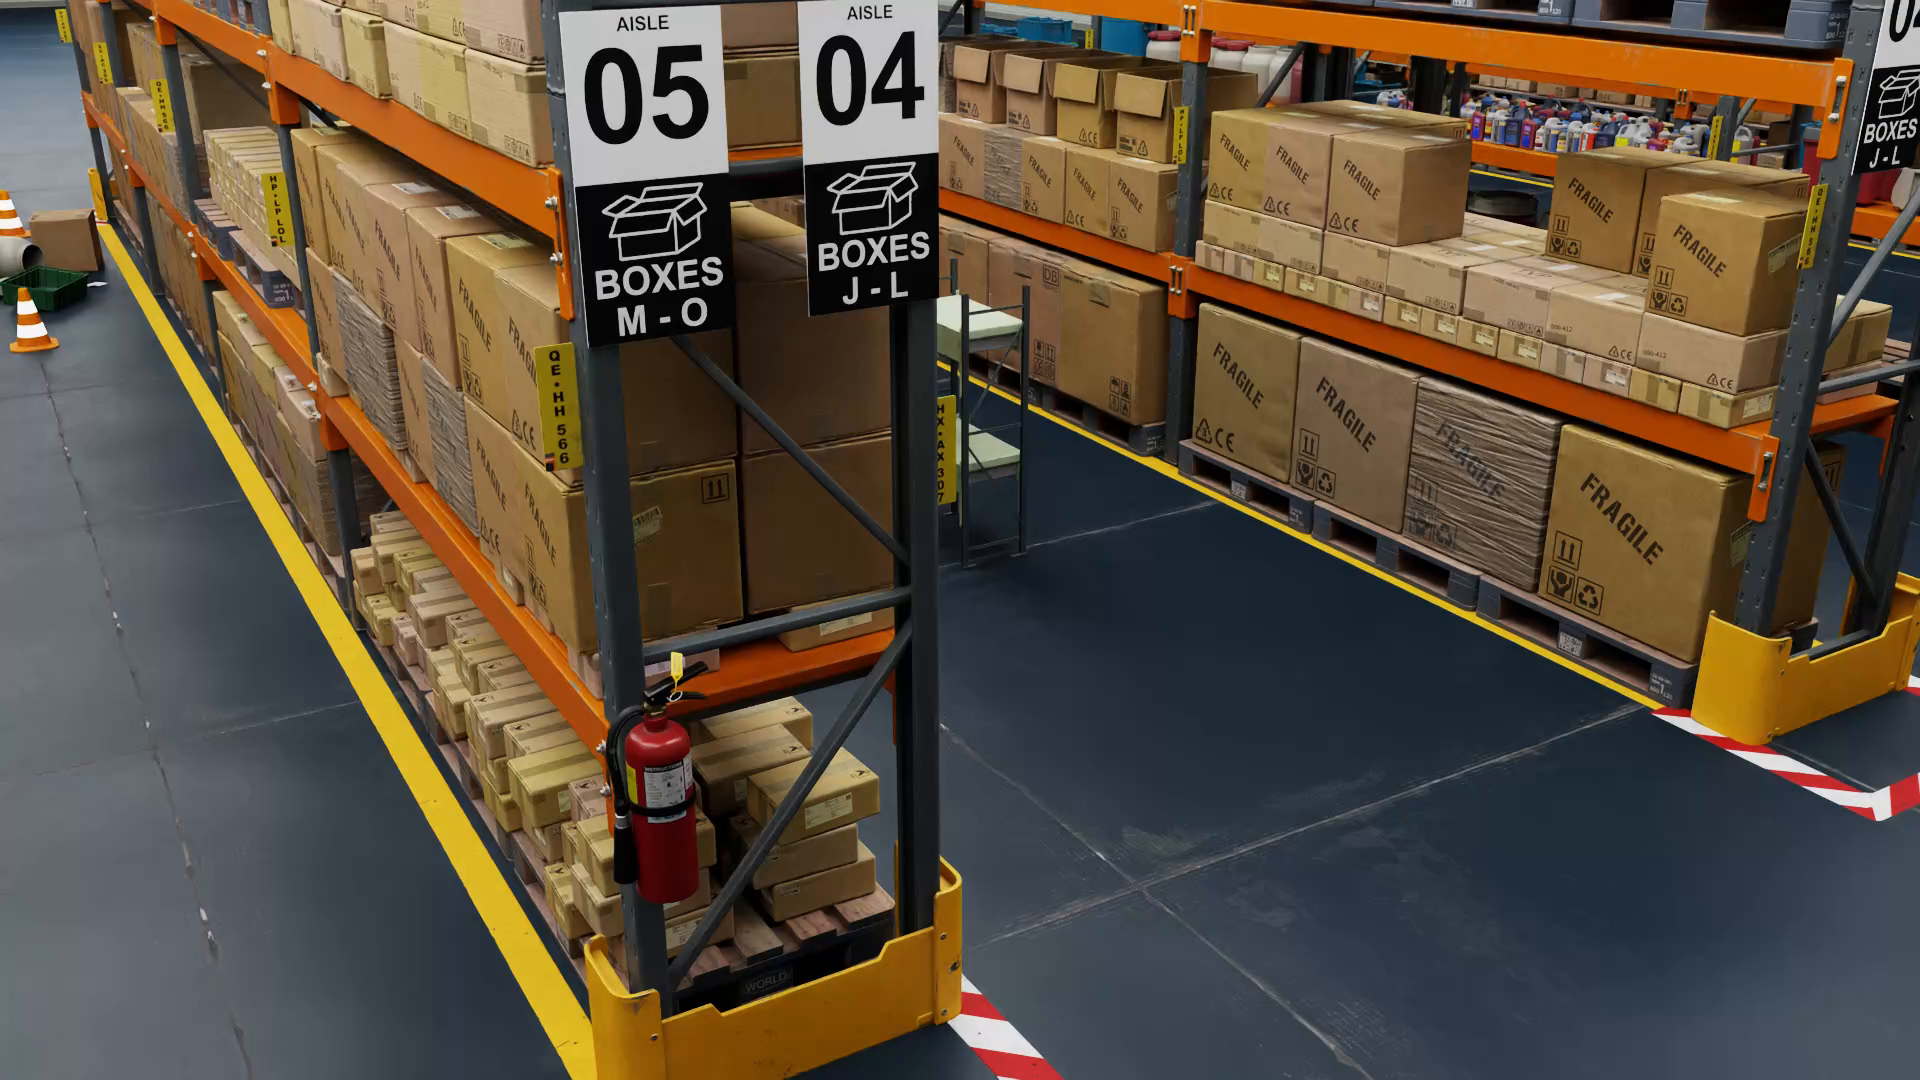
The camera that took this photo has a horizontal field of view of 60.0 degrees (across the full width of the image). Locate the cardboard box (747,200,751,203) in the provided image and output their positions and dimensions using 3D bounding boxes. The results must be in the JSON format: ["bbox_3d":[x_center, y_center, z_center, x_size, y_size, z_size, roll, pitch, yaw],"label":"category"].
[{"bbox_3d":[-1.814,-3.241,16.037,0.700,0.500,0.500,-13,25,-29],"label":"cardboard box"}]

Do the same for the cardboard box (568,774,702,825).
[{"bbox_3d":[-1.089,0.885,5.588,0.380,0.149,0.250,-12,25,-27],"label":"cardboard box"}]

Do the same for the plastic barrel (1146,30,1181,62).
[{"bbox_3d":[2.222,-5.220,17.990,0.433,0.535,0.433,0,22,0],"label":"plastic barrel"}]

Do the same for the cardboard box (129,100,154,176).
[{"bbox_3d":[-6.103,-3.134,12.904,0.500,0.500,0.500,-13,25,-29],"label":"cardboard box"}]

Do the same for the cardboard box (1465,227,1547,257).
[{"bbox_3d":[2.985,-1.445,8.688,0.500,0.250,0.500,-13,26,-29],"label":"cardboard box"}]

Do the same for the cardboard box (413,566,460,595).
[{"bbox_3d":[-2.153,0.210,7.250,0.380,0.149,0.250,-13,26,-30],"label":"cardboard box"}]

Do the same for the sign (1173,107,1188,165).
[{"bbox_3d":[1.289,-2.359,9.698,0.100,0.325,0.005,-13,25,-28],"label":"sign"}]

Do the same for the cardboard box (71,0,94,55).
[{"bbox_3d":[-8.009,-5.004,16.006,0.875,0.550,0.550,-13,25,-28],"label":"cardboard box"}]

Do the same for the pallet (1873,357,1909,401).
[{"bbox_3d":[7.045,-1.001,11.495,1.003,0.211,1.213,-13,25,-28],"label":"pallet"}]

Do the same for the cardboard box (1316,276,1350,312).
[{"bbox_3d":[2.152,-1.353,8.989,0.380,0.149,0.250,-13,25,-29],"label":"cardboard box"}]

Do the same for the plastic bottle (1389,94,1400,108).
[{"bbox_3d":[3.944,-3.909,15.117,0.097,0.271,0.097,0,22,0],"label":"plastic bottle"}]

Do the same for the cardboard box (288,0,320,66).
[{"bbox_3d":[-2.292,-2.004,6.474,0.500,0.250,0.500,-13,26,-29],"label":"cardboard box"}]

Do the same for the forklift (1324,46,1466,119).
[{"bbox_3d":[3.299,-3.014,12.834,1.130,2.935,3.031,10,24,22],"label":"forklift"}]

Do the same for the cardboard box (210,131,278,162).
[{"bbox_3d":[-4.399,-2.420,10.269,0.380,0.149,0.250,-13,26,-30],"label":"cardboard box"}]

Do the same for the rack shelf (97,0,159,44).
[{"bbox_3d":[-5.630,-4.044,12.248,1.077,0.370,4.000,-13,25,-28],"label":"rack shelf"}]

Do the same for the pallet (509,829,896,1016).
[{"bbox_3d":[-0.945,1.247,5.963,1.003,0.211,1.213,-13,25,-28],"label":"pallet"}]

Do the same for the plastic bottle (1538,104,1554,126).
[{"bbox_3d":[5.093,-3.653,14.471,0.061,0.283,0.133,-13,25,-28],"label":"plastic bottle"}]

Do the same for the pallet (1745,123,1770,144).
[{"bbox_3d":[11.465,-5.475,22.502,1.003,0.211,1.213,-13,25,-28],"label":"pallet"}]

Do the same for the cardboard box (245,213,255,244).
[{"bbox_3d":[-3.874,-1.806,9.546,0.380,0.149,0.250,-12,25,-28],"label":"cardboard box"}]

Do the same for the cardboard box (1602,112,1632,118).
[{"bbox_3d":[7.676,-4.906,19.747,0.500,0.311,0.500,-13,26,-30],"label":"cardboard box"}]

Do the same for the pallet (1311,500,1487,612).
[{"bbox_3d":[2.699,-0.018,9.076,1.003,0.211,1.213,-13,25,-28],"label":"pallet"}]

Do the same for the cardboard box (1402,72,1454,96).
[{"bbox_3d":[6.214,-5.939,22.037,0.500,0.500,0.500,-13,25,-28],"label":"cardboard box"}]

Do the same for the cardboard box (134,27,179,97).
[{"bbox_3d":[-6.129,-3.819,13.262,0.700,0.500,0.500,-13,26,-29],"label":"cardboard box"}]

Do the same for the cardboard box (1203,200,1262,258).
[{"bbox_3d":[1.765,-1.832,9.640,0.500,0.250,0.500,-13,26,-29],"label":"cardboard box"}]

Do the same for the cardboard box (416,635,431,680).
[{"bbox_3d":[-2.175,0.490,7.351,0.380,0.149,0.250,-13,26,-29],"label":"cardboard box"}]

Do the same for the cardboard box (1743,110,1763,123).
[{"bbox_3d":[11.136,-6.068,22.991,0.700,0.500,0.500,-13,26,-29],"label":"cardboard box"}]

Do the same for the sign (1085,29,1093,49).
[{"bbox_3d":[1.443,-5.535,18.577,0.100,0.325,0.005,-13,25,-28],"label":"sign"}]

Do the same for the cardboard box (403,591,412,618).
[{"bbox_3d":[-2.293,0.259,7.525,0.380,0.149,0.250,-13,25,-29],"label":"cardboard box"}]

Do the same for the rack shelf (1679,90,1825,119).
[{"bbox_3d":[9.247,-4.185,16.579,1.077,0.370,4.000,-13,25,-28],"label":"rack shelf"}]

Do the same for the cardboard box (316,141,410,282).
[{"bbox_3d":[-2.266,-1.335,6.756,0.500,0.500,0.500,-13,26,-30],"label":"cardboard box"}]

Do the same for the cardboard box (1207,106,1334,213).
[{"bbox_3d":[1.775,-2.178,9.494,0.500,0.500,0.500,-13,25,-28],"label":"cardboard box"}]

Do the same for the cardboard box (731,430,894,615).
[{"bbox_3d":[-0.514,-0.133,5.127,0.500,0.500,0.500,-11,25,-26],"label":"cardboard box"}]

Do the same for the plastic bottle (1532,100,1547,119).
[{"bbox_3d":[5.122,-3.741,14.687,0.061,0.283,0.133,-13,25,-28],"label":"plastic bottle"}]

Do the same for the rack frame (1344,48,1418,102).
[{"bbox_3d":[3.965,-4.214,15.695,1.000,3.000,0.127,-13,25,-28],"label":"rack frame"}]

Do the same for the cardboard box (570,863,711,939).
[{"bbox_3d":[-1.037,1.122,5.401,0.380,0.149,0.250,-13,26,-30],"label":"cardboard box"}]

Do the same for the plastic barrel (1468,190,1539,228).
[{"bbox_3d":[4.807,-2.771,14.789,0.600,0.588,0.708,-13,25,-28],"label":"plastic barrel"}]

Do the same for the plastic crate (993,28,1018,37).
[{"bbox_3d":[0.718,-6.419,21.318,0.499,0.251,0.408,-13,25,-28],"label":"plastic crate"}]

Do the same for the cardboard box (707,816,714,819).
[{"bbox_3d":[-0.851,0.997,6.104,0.380,0.149,0.250,-12,25,-28],"label":"cardboard box"}]

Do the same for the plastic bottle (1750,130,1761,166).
[{"bbox_3d":[6.188,-3.066,13.026,0.061,0.283,0.133,-13,25,-28],"label":"plastic bottle"}]

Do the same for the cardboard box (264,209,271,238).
[{"bbox_3d":[-3.473,-1.690,8.867,0.380,0.149,0.250,-14,26,-31],"label":"cardboard box"}]

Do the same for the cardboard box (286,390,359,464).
[{"bbox_3d":[-3.163,-0.622,8.623,0.500,0.250,0.500,-13,26,-30],"label":"cardboard box"}]

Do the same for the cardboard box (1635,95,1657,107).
[{"bbox_3d":[10.140,-6.473,24.432,0.380,0.166,0.250,-17,27,-35],"label":"cardboard box"}]

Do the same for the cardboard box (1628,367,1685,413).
[{"bbox_3d":[3.194,-0.691,7.362,0.380,0.149,0.250,-12,25,-28],"label":"cardboard box"}]

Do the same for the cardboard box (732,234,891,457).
[{"bbox_3d":[-0.523,-0.594,4.934,0.500,0.500,0.500,-13,25,-29],"label":"cardboard box"}]

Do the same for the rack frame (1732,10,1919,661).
[{"bbox_3d":[3.794,-0.672,6.980,1.000,3.000,0.127,-13,25,-28],"label":"rack frame"}]

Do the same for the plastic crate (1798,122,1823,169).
[{"bbox_3d":[6.540,-2.854,12.291,0.392,0.384,0.575,-13,25,-28],"label":"plastic crate"}]

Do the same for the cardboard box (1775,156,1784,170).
[{"bbox_3d":[8.736,-3.677,17.110,0.500,0.500,0.500,-13,25,-29],"label":"cardboard box"}]

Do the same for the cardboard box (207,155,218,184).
[{"bbox_3d":[-4.534,-2.361,10.517,0.380,0.149,0.250,-11,25,-26],"label":"cardboard box"}]

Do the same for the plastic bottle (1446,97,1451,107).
[{"bbox_3d":[4.582,-4.032,15.512,0.097,0.201,0.097,0,22,0],"label":"plastic bottle"}]

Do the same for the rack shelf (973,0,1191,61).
[{"bbox_3d":[0.729,-3.670,11.329,1.077,0.370,4.000,-13,25,-28],"label":"rack shelf"}]

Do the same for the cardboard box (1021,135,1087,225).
[{"bbox_3d":[0.757,-2.441,11.200,0.500,0.500,0.500,-13,25,-29],"label":"cardboard box"}]

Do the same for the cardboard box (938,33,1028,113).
[{"bbox_3d":[0.067,-3.533,12.554,0.797,0.503,0.637,-12,25,-26],"label":"cardboard box"}]

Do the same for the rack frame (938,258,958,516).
[{"bbox_3d":[-0.190,-0.815,9.326,0.400,1.500,0.023,-13,25,-28],"label":"rack frame"}]

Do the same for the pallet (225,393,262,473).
[{"bbox_3d":[-4.211,-0.795,10.987,1.003,0.211,1.213,-13,25,-28],"label":"pallet"}]

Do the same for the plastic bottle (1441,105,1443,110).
[{"bbox_3d":[4.233,-3.771,14.777,0.097,0.271,0.097,0,22,0],"label":"plastic bottle"}]

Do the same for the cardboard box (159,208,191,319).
[{"bbox_3d":[-5.768,-2.291,13.393,1.050,0.750,0.750,-13,25,-28],"label":"cardboard box"}]

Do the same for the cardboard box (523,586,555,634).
[{"bbox_3d":[-1.167,0.149,5.295,0.380,0.149,0.250,-13,25,-29],"label":"cardboard box"}]

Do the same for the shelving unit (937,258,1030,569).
[{"bbox_3d":[-0.003,-0.697,9.034,0.431,1.500,0.755,-13,25,-28],"label":"shelving unit"}]

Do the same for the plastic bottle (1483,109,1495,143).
[{"bbox_3d":[4.534,-3.535,14.197,0.097,0.271,0.097,0,22,0],"label":"plastic bottle"}]

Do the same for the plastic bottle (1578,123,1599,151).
[{"bbox_3d":[5.085,-3.209,13.387,0.152,0.276,0.135,-13,25,-28],"label":"plastic bottle"}]
